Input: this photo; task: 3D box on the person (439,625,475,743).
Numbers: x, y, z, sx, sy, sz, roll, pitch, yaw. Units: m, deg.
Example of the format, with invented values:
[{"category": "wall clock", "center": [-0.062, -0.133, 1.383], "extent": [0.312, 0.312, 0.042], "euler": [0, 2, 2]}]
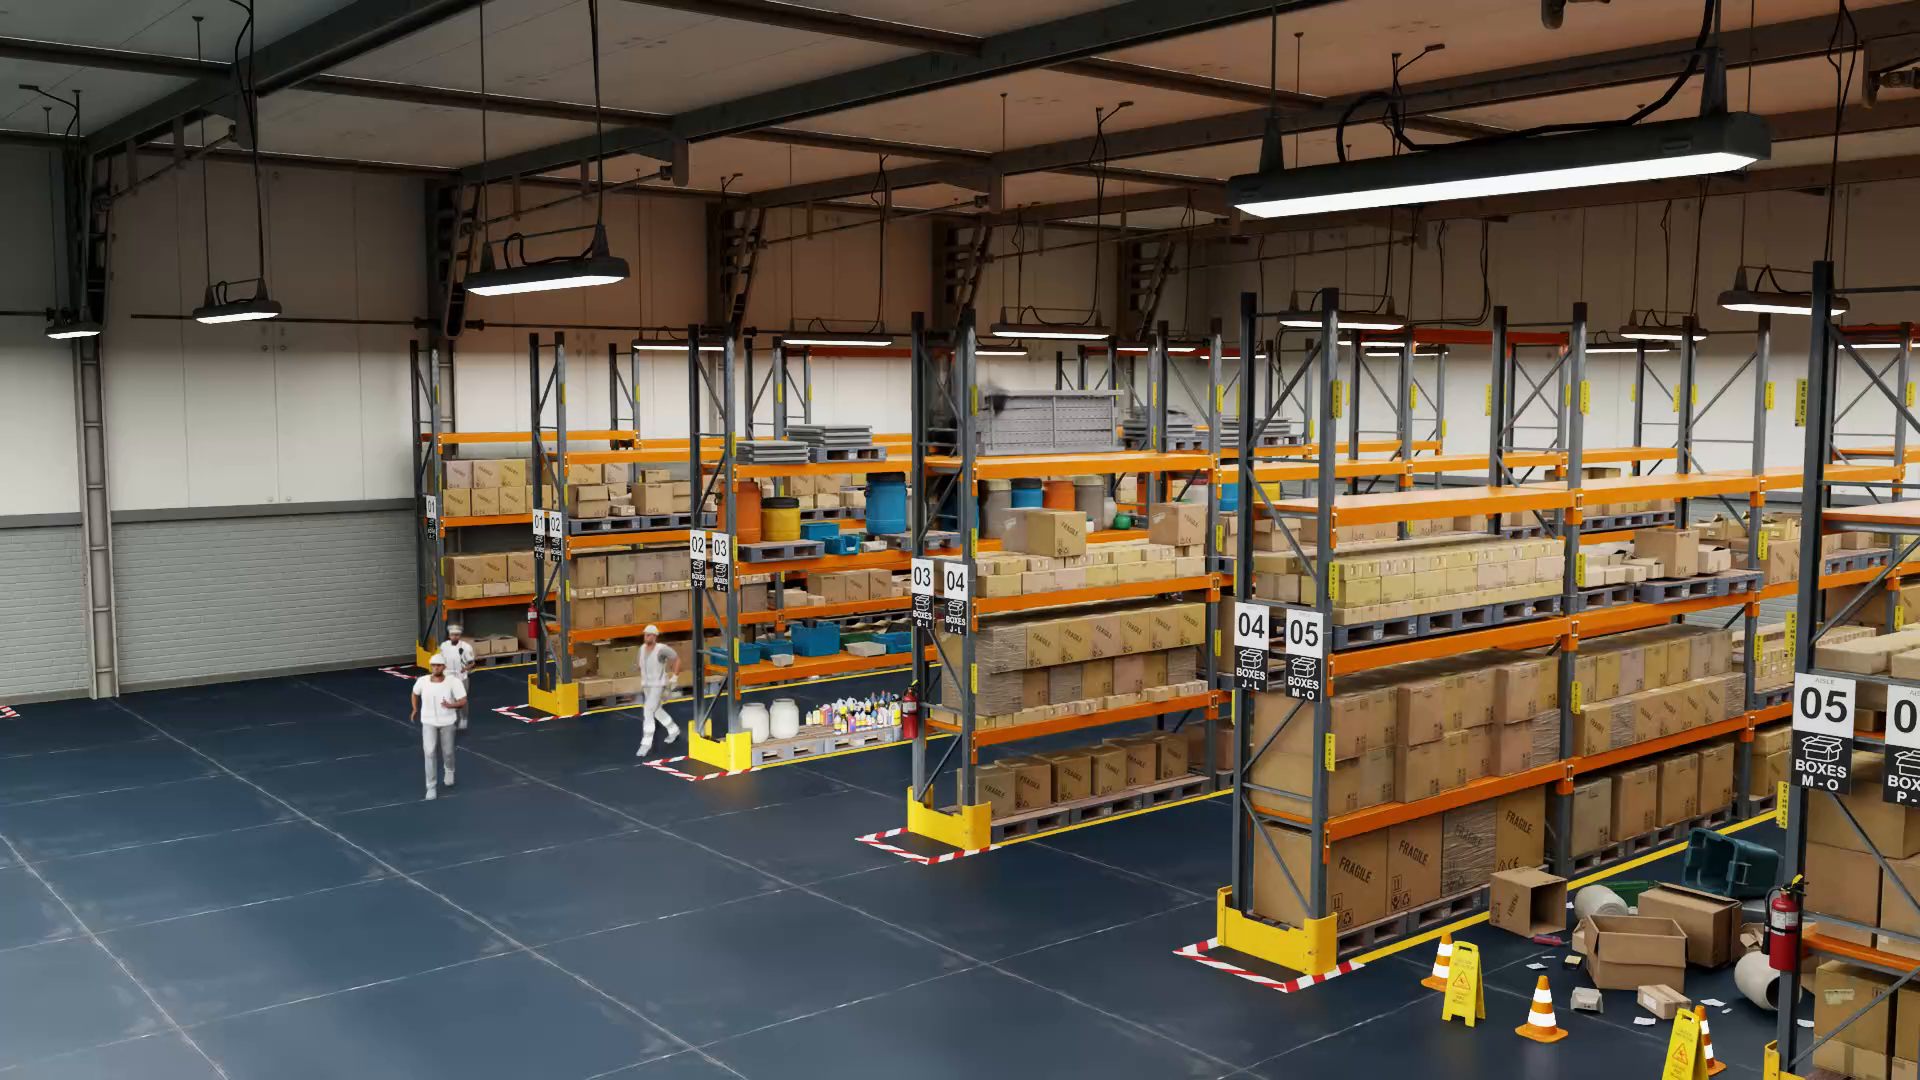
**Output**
[{"category": "person", "center": [-7.405, 2.068, 24.495], "extent": [0.534, 1.707, 0.935], "euler": [-1, 5, -12]}]

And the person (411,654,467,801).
[{"category": "person", "center": [-6.579, 2.313, 20.989], "extent": [0.705, 1.758, 0.966], "euler": [-1, 5, -10]}]

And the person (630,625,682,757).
[{"category": "person", "center": [-4.322, 2.093, 23.580], "extent": [0.683, 1.808, 0.937], "euler": [4, 7, 37]}]
